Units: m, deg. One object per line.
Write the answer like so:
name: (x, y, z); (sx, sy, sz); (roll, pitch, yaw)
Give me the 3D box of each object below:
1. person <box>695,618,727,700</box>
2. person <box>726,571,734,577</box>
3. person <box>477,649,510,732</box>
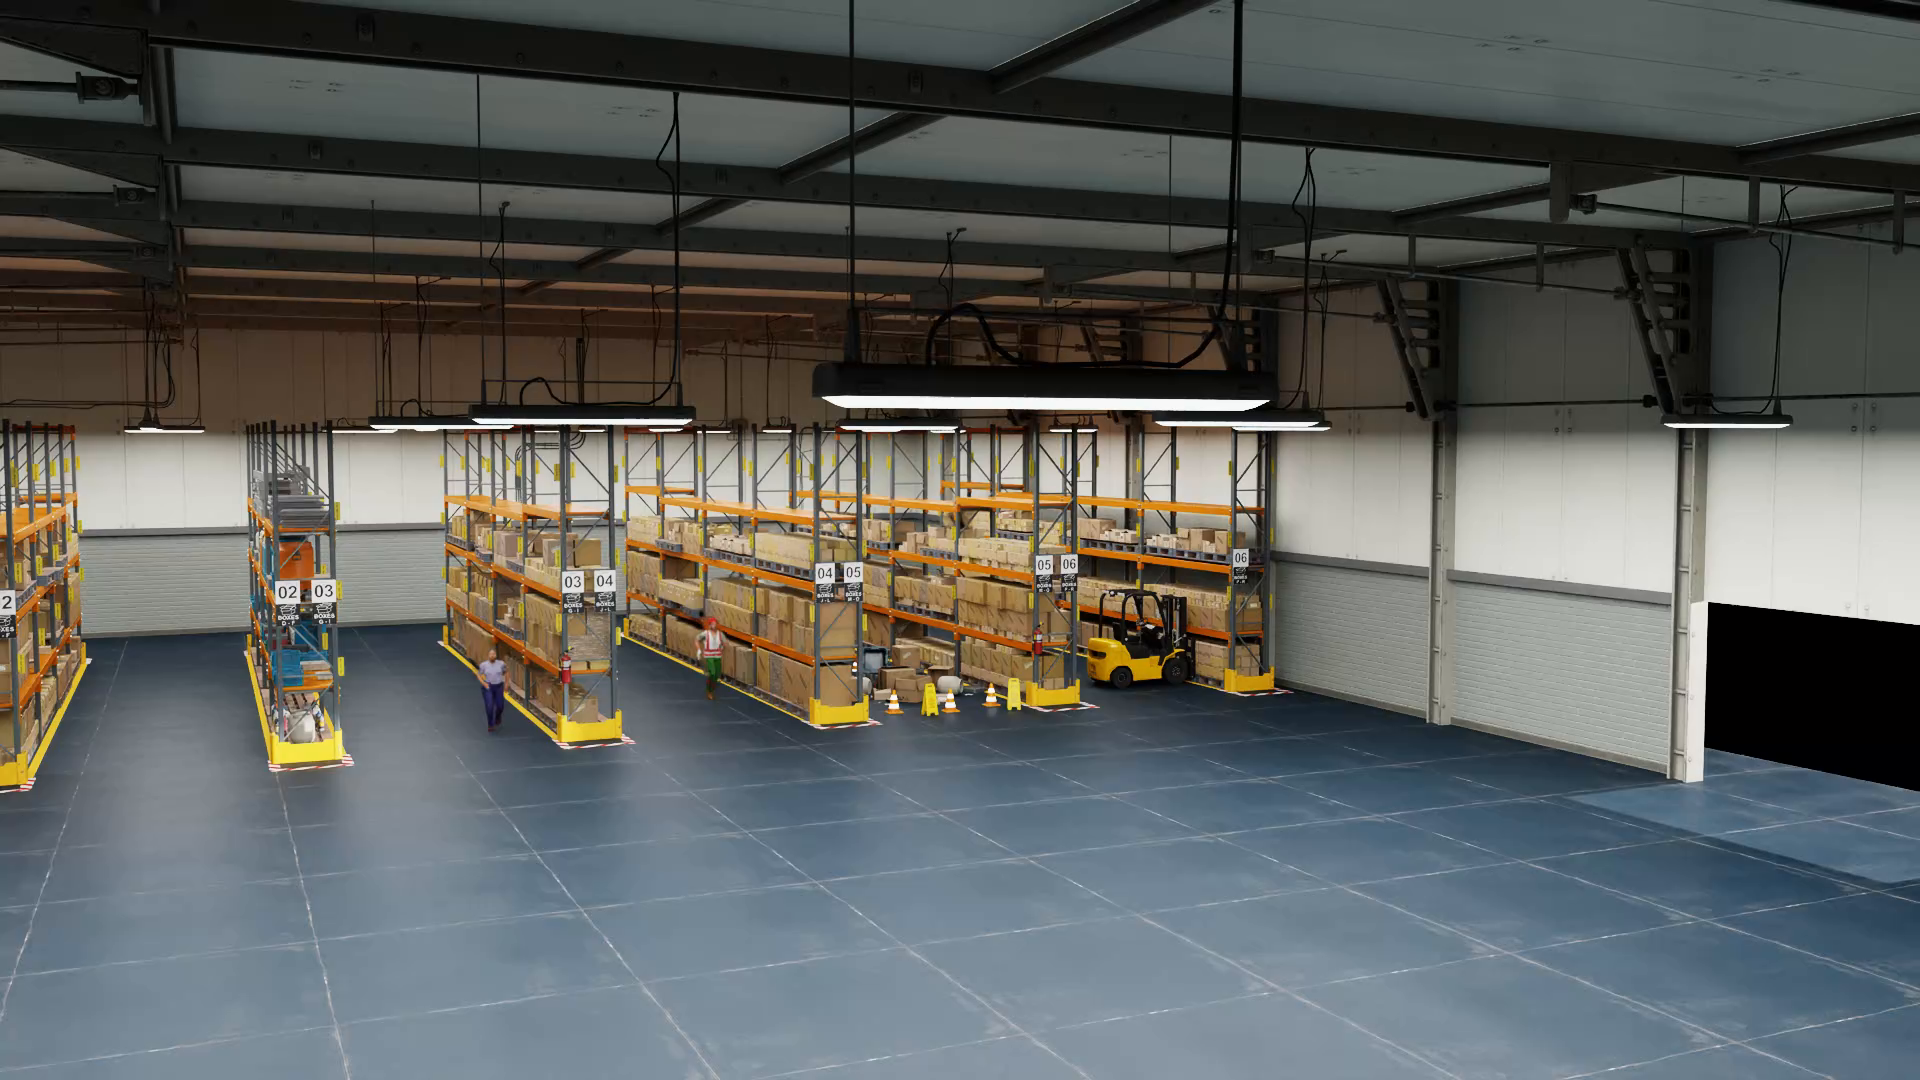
person: (-5.347, 2.575, 36.048); (0.640, 1.784, 0.700); (-2, 4, -32)
person: (-6.972, 1.767, 50.385); (0.557, 1.652, 0.582); (-1, 4, -22)
person: (-9.059, 2.907, 32.316); (0.640, 1.606, 0.571); (-2, 4, -23)
